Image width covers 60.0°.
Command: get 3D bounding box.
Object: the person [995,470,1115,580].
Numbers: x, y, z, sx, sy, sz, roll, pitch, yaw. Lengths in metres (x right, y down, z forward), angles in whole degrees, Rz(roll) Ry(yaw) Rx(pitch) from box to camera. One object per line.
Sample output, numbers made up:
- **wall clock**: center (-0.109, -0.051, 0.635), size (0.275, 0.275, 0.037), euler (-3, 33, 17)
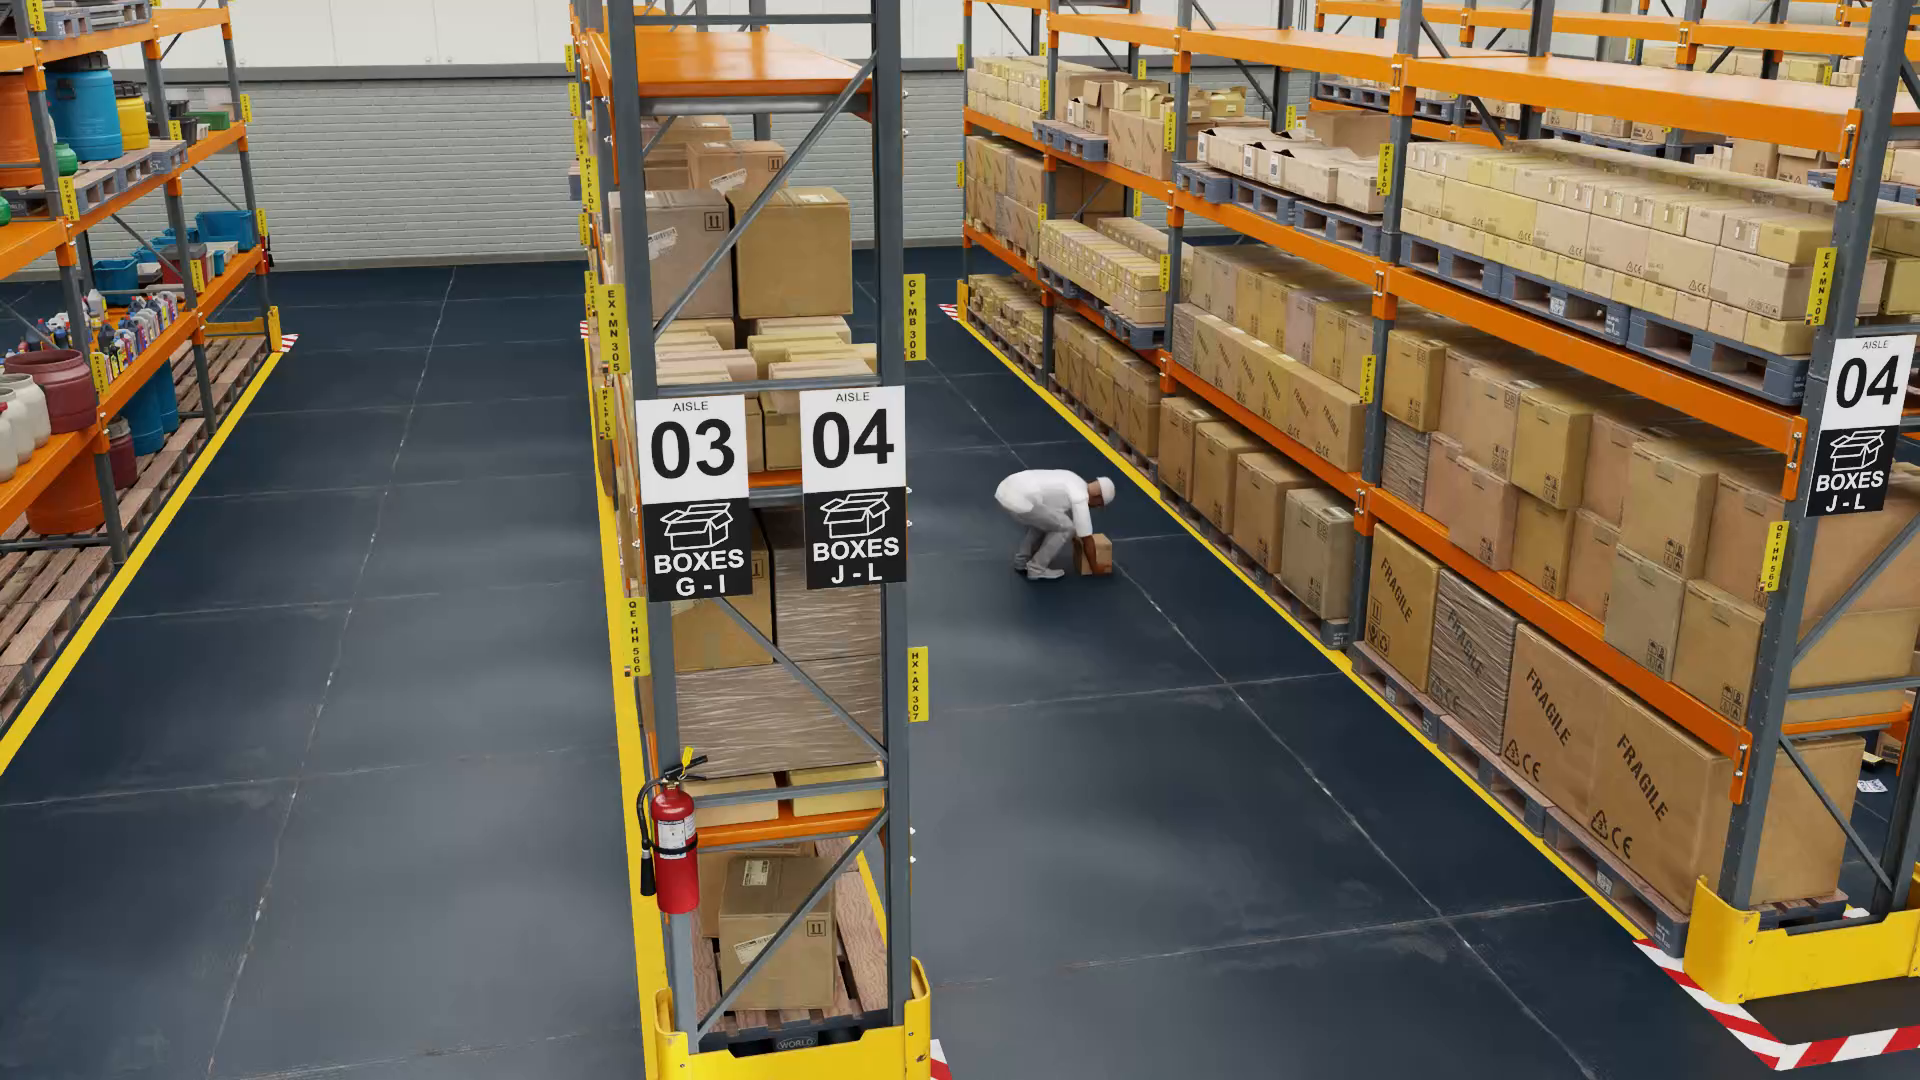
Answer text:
- **person**: center (0.770, -0.145, 13.331), size (0.980, 0.874, 0.507), euler (-5, 20, -14)
